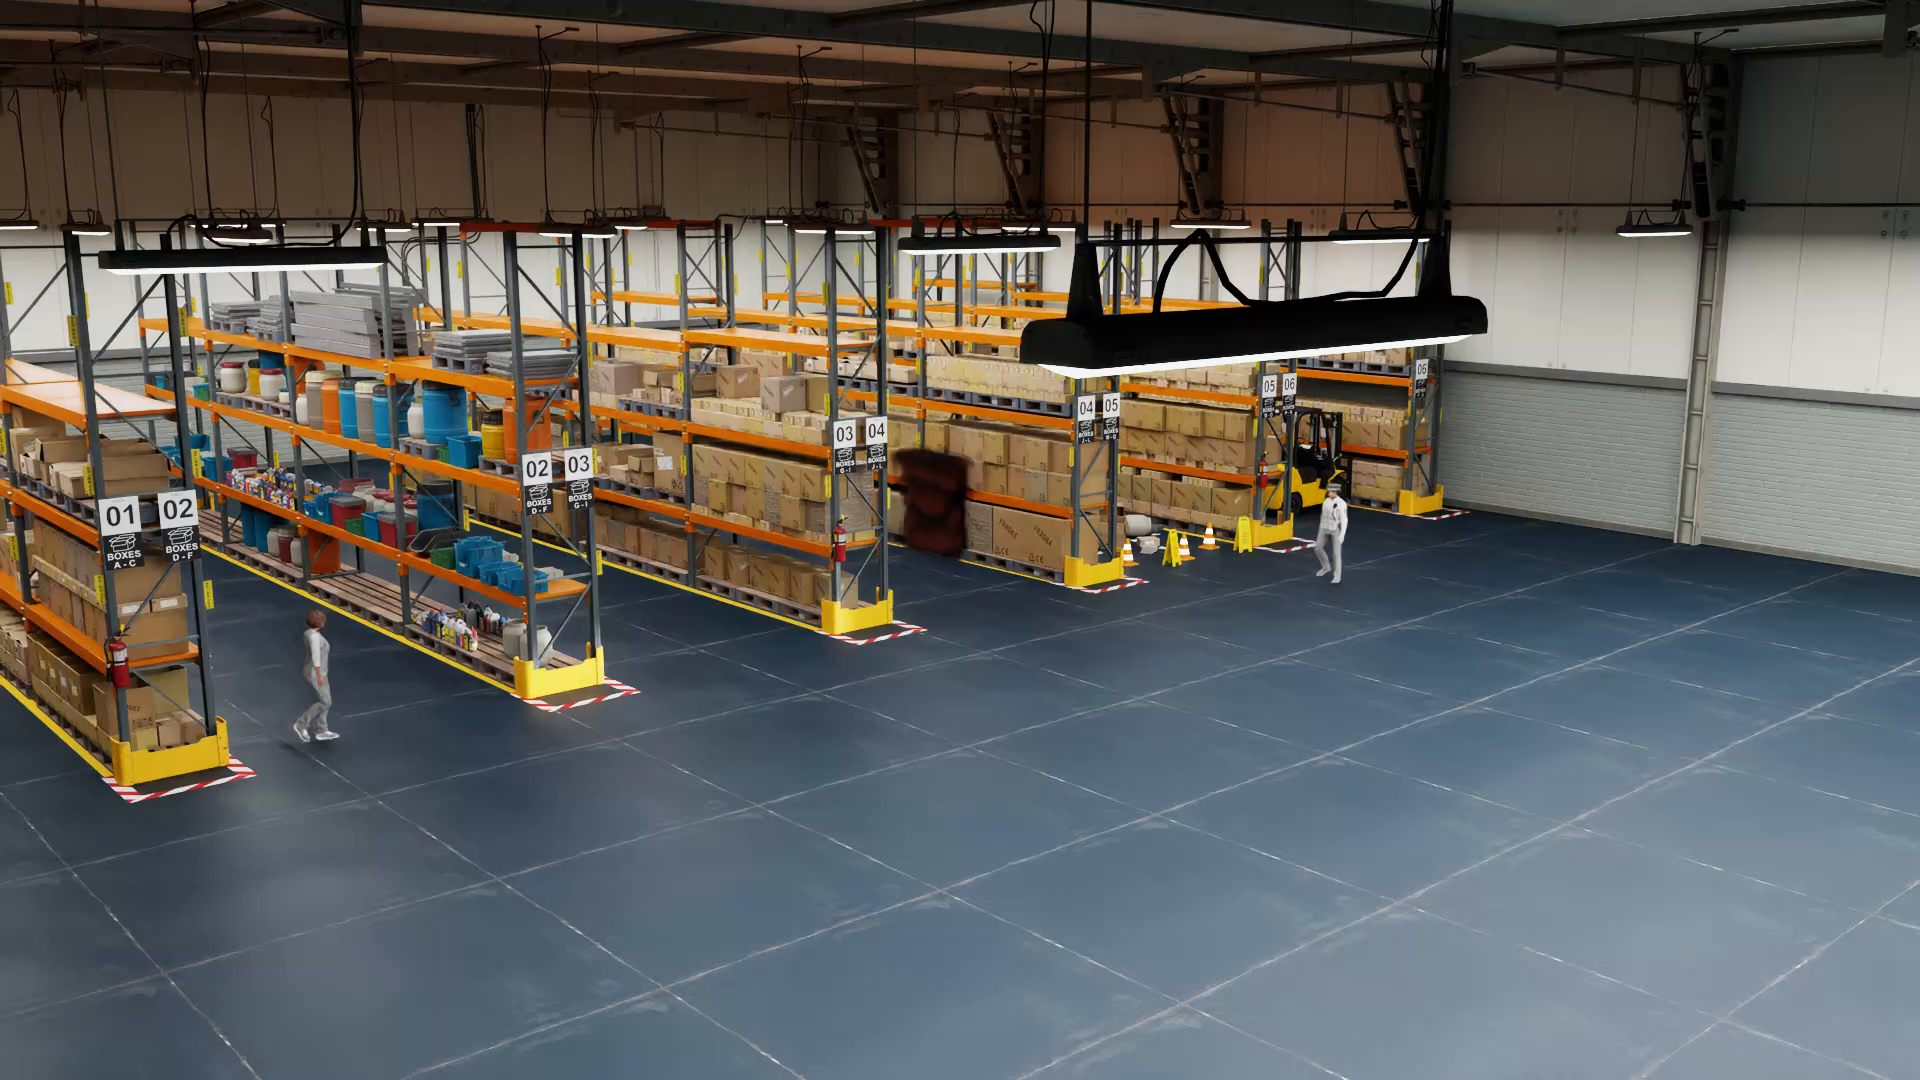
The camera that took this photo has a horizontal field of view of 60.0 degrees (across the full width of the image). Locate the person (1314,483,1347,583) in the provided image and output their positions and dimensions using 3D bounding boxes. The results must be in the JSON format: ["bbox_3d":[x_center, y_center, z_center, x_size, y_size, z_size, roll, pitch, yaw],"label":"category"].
[{"bbox_3d":[6.328,-0.145,28.331,0.549,1.677,0.447,9,14,37],"label":"person"}]

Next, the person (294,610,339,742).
[{"bbox_3d":[-7.735,1.618,19.884,0.494,1.582,0.497,-3,12,-13],"label":"person"}]
